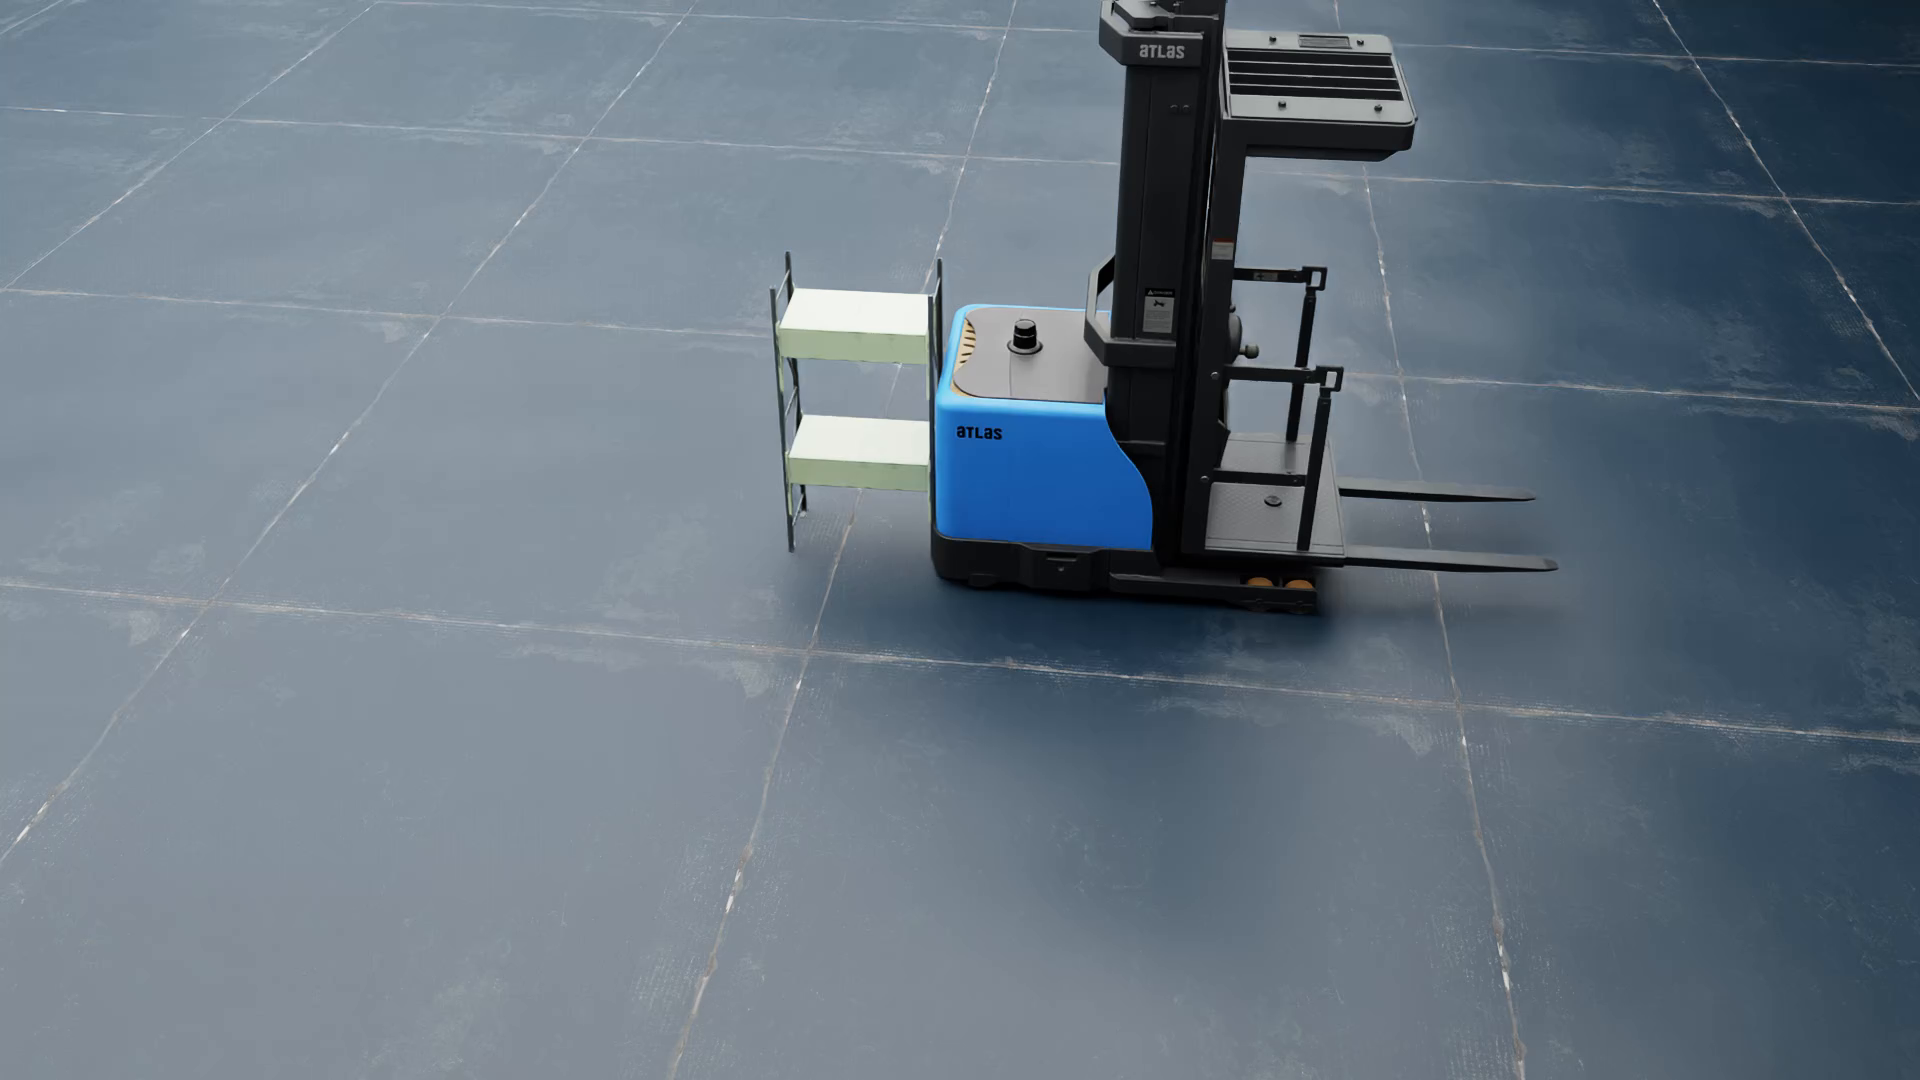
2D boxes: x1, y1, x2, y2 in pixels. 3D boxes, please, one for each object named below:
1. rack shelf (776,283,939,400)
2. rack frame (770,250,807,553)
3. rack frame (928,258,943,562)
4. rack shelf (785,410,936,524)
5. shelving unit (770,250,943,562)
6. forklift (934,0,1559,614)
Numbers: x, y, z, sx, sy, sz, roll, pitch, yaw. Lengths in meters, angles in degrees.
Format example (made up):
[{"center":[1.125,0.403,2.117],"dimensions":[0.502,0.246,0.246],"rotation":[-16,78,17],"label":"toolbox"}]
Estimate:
[{"center":[-0.480,-0.956,7.984],"dimensions":[0.720,0.370,0.431],"rotation":[4,36,5],"label":"rack shelf"},{"center":[-0.844,-0.661,8.242],"dimensions":[0.023,1.500,0.400],"rotation":[4,36,5],"label":"rack frame"},{"center":[-0.116,-0.616,8.180],"dimensions":[0.023,1.500,0.400],"rotation":[4,36,5],"label":"rack frame"},{"center":[-0.480,-0.373,8.400],"dimensions":[0.720,0.370,0.431],"rotation":[4,36,5],"label":"rack shelf"},{"center":[-0.480,-0.639,8.211],"dimensions":[0.755,1.500,0.431],"rotation":[4,36,5],"label":"shelving unit"},{"center":[1.423,-1.159,7.708],"dimensions":[3.031,2.935,1.130],"rotation":[4,36,5],"label":"forklift"}]
